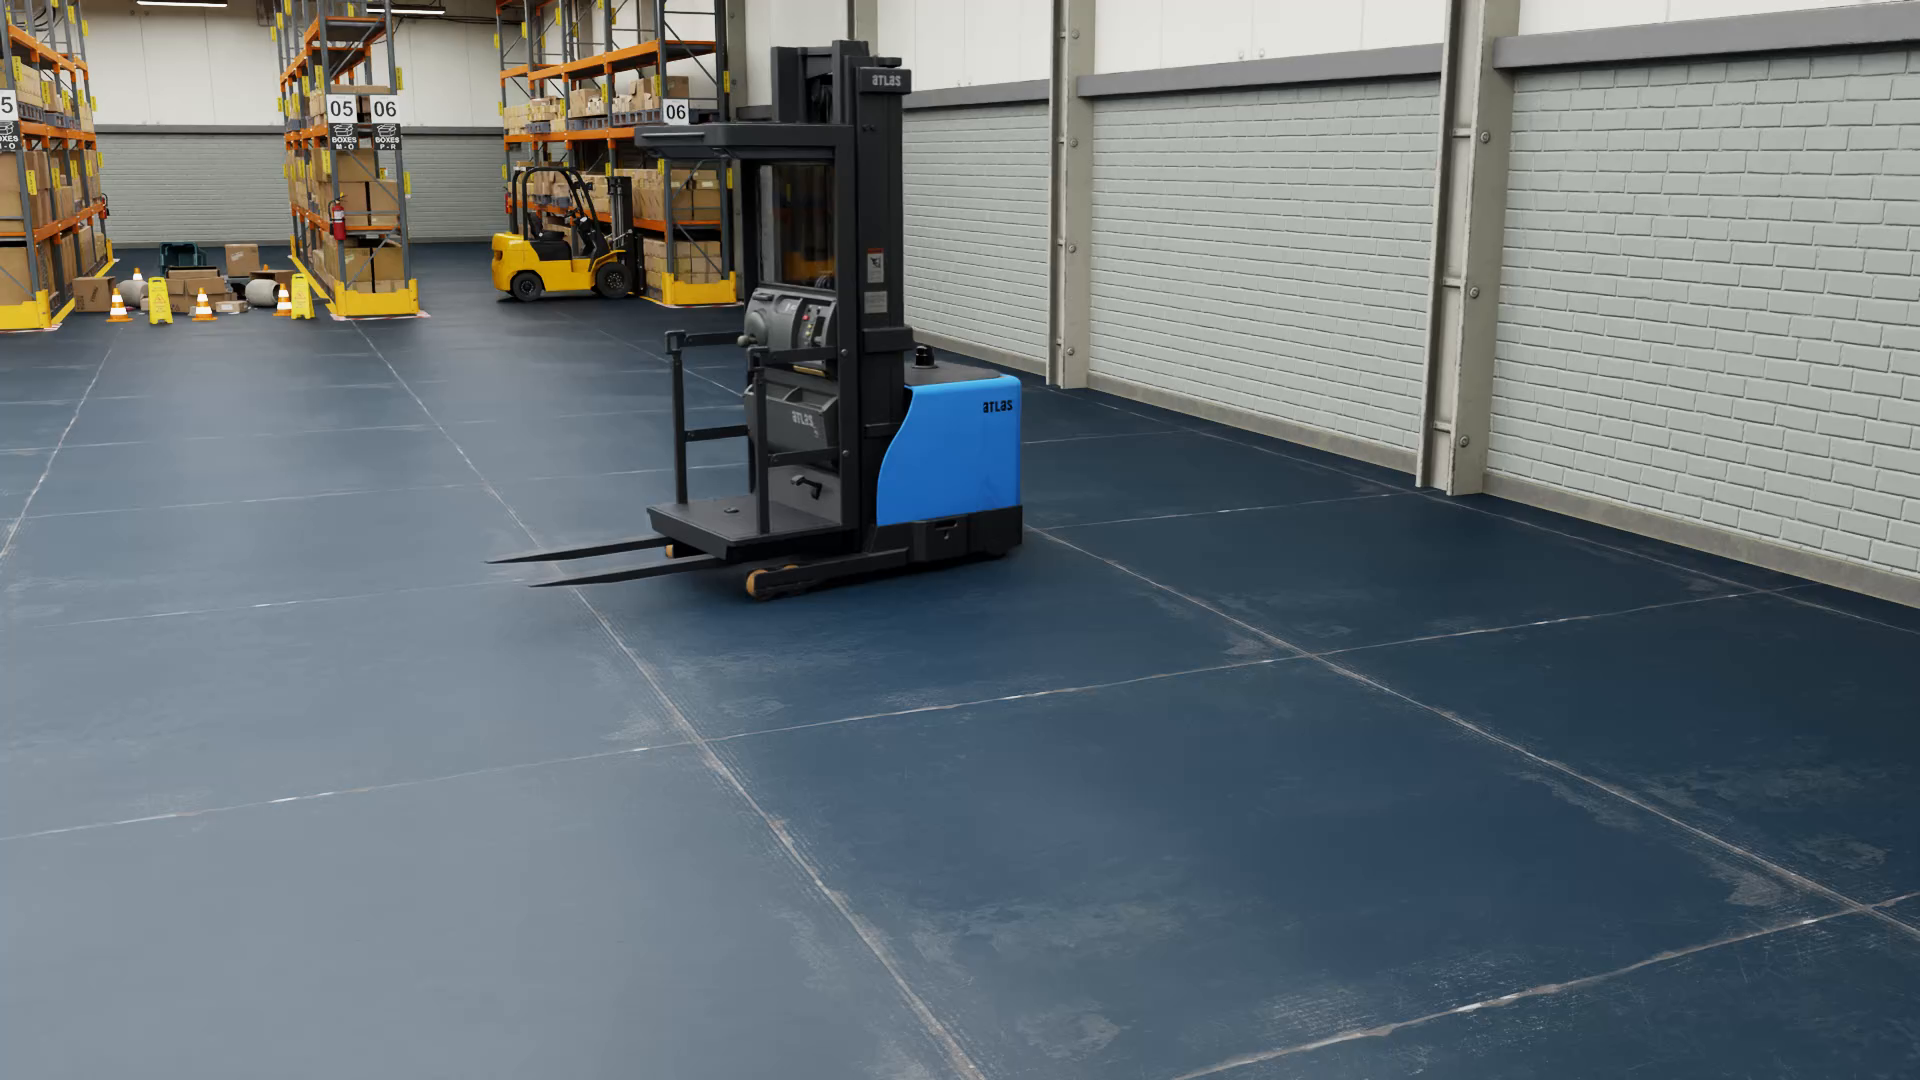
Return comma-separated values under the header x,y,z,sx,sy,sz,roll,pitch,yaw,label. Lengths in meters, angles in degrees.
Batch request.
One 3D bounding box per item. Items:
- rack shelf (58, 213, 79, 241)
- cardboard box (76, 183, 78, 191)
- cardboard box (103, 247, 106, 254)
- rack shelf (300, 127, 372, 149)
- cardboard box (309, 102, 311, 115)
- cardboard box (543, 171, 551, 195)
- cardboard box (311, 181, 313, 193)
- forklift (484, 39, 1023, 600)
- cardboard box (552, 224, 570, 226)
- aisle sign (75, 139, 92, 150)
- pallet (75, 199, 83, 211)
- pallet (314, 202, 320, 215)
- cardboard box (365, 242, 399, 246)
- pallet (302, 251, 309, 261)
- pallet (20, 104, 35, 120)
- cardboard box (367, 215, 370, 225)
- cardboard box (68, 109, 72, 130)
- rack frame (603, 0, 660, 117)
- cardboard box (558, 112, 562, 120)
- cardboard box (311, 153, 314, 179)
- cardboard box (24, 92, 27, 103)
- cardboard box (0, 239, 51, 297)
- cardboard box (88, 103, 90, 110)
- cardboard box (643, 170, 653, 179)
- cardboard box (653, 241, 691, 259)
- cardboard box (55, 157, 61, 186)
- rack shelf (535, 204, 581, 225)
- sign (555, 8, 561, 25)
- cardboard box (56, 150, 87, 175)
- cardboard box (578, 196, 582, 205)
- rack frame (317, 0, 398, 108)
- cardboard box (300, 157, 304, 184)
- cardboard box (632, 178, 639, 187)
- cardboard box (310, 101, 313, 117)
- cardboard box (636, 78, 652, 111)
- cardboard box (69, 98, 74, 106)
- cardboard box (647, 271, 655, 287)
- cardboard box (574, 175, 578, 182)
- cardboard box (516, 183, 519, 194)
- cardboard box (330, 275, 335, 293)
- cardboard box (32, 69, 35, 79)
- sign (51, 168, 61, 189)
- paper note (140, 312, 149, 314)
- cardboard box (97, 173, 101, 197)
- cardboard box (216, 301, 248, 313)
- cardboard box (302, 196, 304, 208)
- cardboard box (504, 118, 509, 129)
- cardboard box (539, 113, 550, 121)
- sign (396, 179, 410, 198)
x,y,z,sx,sy,sz,roll,pitch,yaw,label
-15.679,-5.294,28.187,1.077,0.370,4.000,-6,14,-23,rack shelf
-17.425,-6.885,32.431,0.380,0.149,0.250,-6,14,-25,cardboard box
-19.087,-6.392,36.728,0.380,0.149,0.250,-5,14,-21,cardboard box
-11.184,-7.223,29.870,1.077,0.370,4.000,-6,14,-23,rack shelf
-11.614,-7.839,30.713,0.700,0.500,0.500,-6,14,-23,cardboard box
-8.530,-7.665,35.683,0.700,0.500,0.500,-6,14,-23,cardboard box
-11.583,-6.594,30.395,0.500,0.500,0.500,-5,14,-22,cardboard box
-1.123,-1.237,9.216,3.031,2.935,1.130,-9,16,-34,forklift
-8.723,-6.848,36.480,0.380,0.149,0.250,-6,14,-24,cardboard box
-19.439,-9.019,36.921,0.394,0.787,0.004,-6,14,-23,aisle sign
-17.310,-6.369,31.664,1.003,0.211,1.213,-6,14,-23,pallet
-11.154,-6.027,30.183,1.003,0.211,1.213,-6,14,-23,pallet
-9.267,-4.512,26.715,0.500,0.500,0.500,-5,14,-22,cardboard box
-14.313,-6.410,37.598,1.003,0.211,1.213,-6,14,-23,pallet
-14.075,-6.228,24.170,1.003,0.211,1.213,-6,14,-23,pallet
-8.841,-4.890,25.404,0.380,0.149,0.250,-5,14,-22,cardboard box
-16.672,-7.812,30.599,0.500,0.500,0.500,-6,14,-23,cardboard box
-5.836,-9.071,29.606,1.000,3.000,0.127,-6,14,-23,rack frame
-8.108,-8.768,34.398,0.380,0.149,0.250,-6,14,-23,cardboard box
-10.044,-6.056,26.784,0.700,0.500,0.500,-6,14,-24,cardboard box
-13.424,-6.254,23.489,0.380,0.149,0.250,-6,14,-23,cardboard box
-14.325,-4.079,25.121,0.875,0.875,0.875,-6,14,-23,cardboard box
-19.282,-9.494,36.428,0.380,0.149,0.250,-6,14,-23,cardboard box
-5.065,-6.088,27.703,0.380,0.149,0.250,-5,14,-22,cardboard box
-4.704,-4.741,27.151,0.500,0.250,0.500,-5,14,-21,cardboard box
-16.309,-6.500,29.362,0.700,0.500,0.500,-6,14,-23,cardboard box
-8.240,-7.037,35.720,1.077,0.370,4.000,-6,14,-23,rack shelf
-7.932,-10.340,32.842,0.100,0.325,0.005,-6,14,-23,sign
-18.040,-7.680,33.802,0.500,0.500,0.500,-5,14,-22,cardboard box
-7.288,-6.684,32.928,0.500,0.250,0.500,-6,14,-24,cardboard box
-8.780,-7.796,24.095,1.000,3.000,0.127,-6,14,-23,rack frame
-12.645,-7.250,32.603,0.500,0.500,0.500,-5,14,-22,cardboard box
-5.463,-6.156,28.657,0.380,0.149,0.250,-6,14,-25,cardboard box
-10.457,-7.117,27.488,0.500,0.250,0.500,-6,14,-24,cardboard box
-4.953,-7.375,27.557,0.700,0.500,0.500,-6,14,-23,cardboard box
-17.977,-8.792,33.393,0.380,0.149,0.250,-6,14,-24,cardboard box
-4.902,-4.359,27.718,0.500,0.250,0.500,-6,14,-23,cardboard box
-7.472,-7.192,33.132,0.380,0.149,0.250,-5,14,-22,cardboard box
-10.300,-8.373,39.567,0.500,0.250,0.500,-6,14,-24,cardboard box
-9.766,-4.096,26.581,0.500,0.250,0.500,-6,14,-25,cardboard box
-14.138,-7.009,24.986,0.380,0.149,0.250,-5,14,-22,cardboard box
-14.370,-5.742,26.432,0.100,0.325,0.005,-6,14,-23,sign
-12.331,-3.426,25.110,0.144,0.017,0.142,-1,13,-4,paper note
-19.269,-7.835,36.687,0.500,0.500,0.500,-5,14,-22,cardboard box
-11.156,-3.572,25.474,0.380,0.149,0.250,1,13,6,cardboard box
-12.831,-6.743,33.186,0.500,0.250,0.500,-6,14,-24,cardboard box
-10.716,-10.044,40.137,0.500,0.250,0.500,-6,14,-24,cardboard box
-8.781,-9.032,35.493,0.380,0.149,0.250,-5,14,-22,cardboard box
-15.117,-9.542,45.157,0.329,0.494,0.001,-6,14,-23,sign
